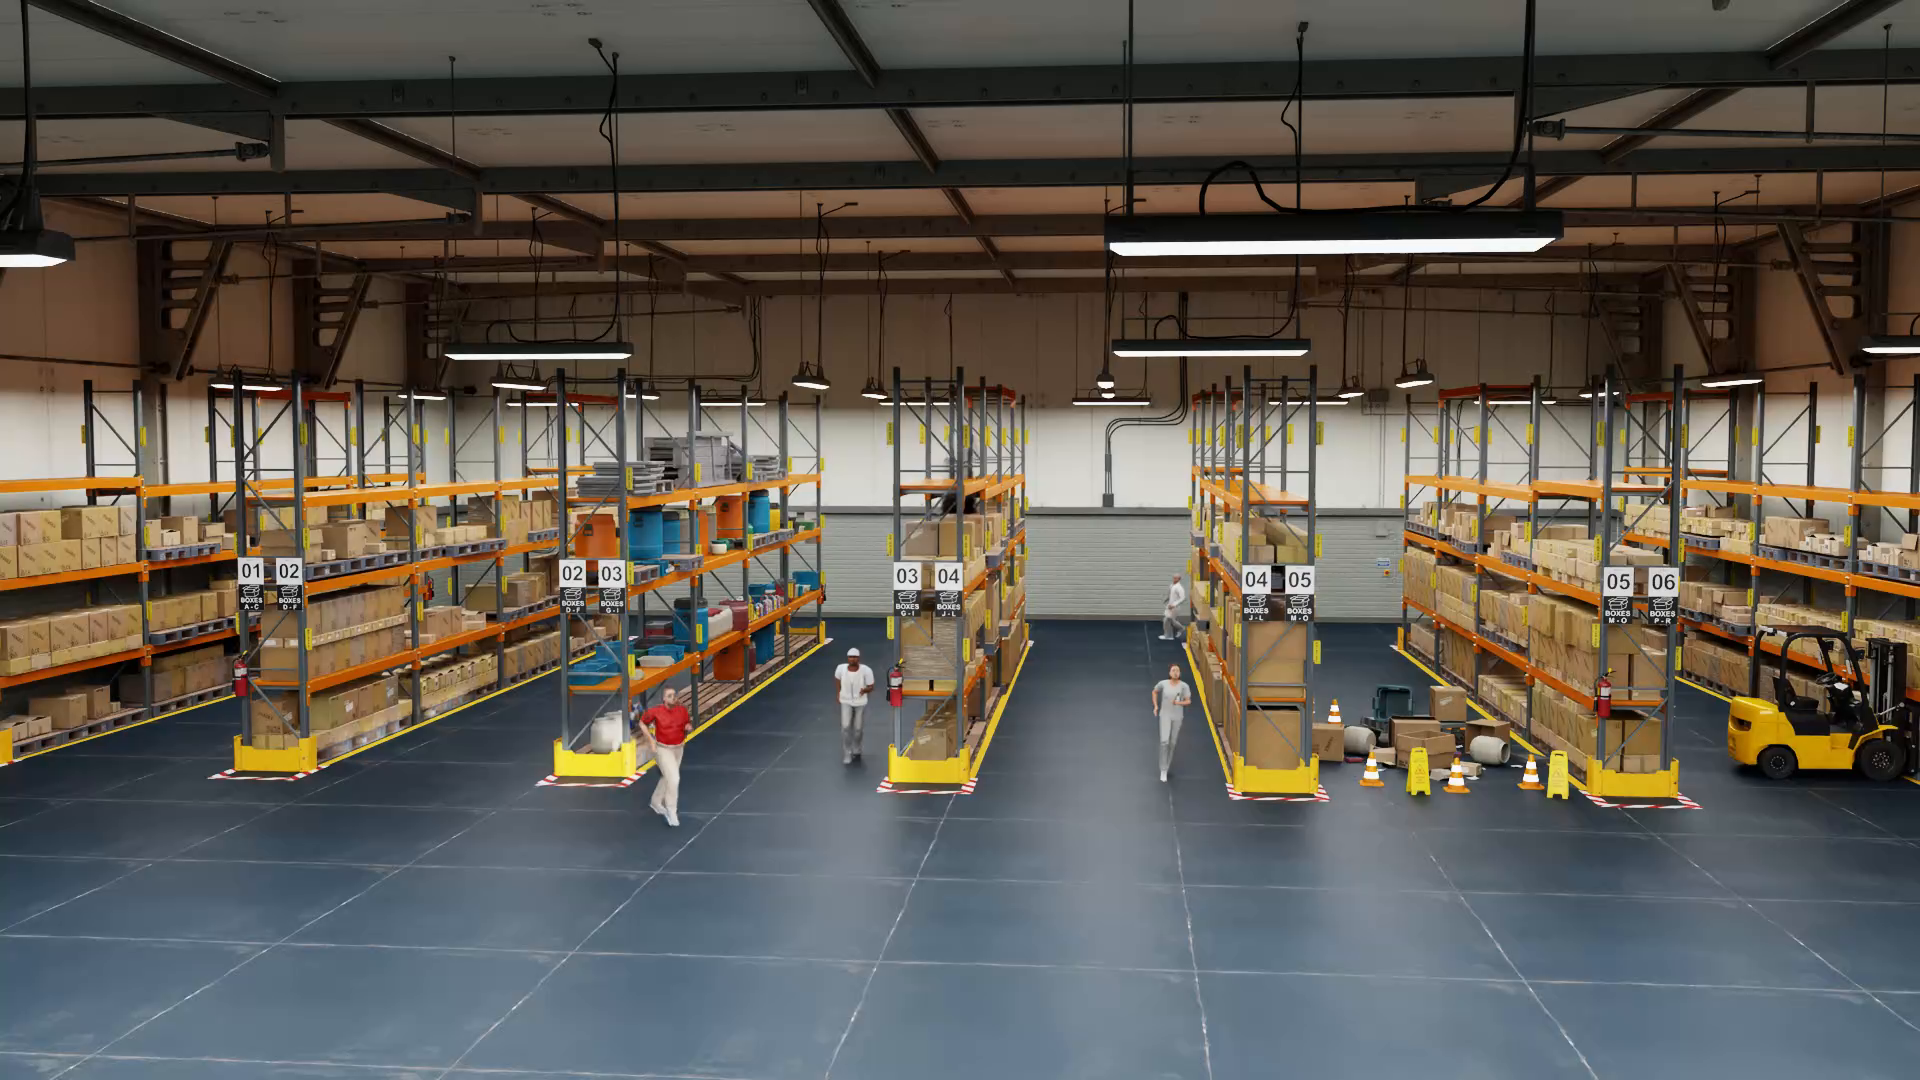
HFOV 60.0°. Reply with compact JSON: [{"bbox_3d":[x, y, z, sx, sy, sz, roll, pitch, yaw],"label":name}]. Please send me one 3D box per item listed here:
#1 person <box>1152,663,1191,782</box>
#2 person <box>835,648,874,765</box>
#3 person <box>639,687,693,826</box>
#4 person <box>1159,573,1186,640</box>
[{"bbox_3d":[3.112,2.647,24.416,0.539,1.695,0.764,0,4,0],"label":"person"},{"bbox_3d":[-1.624,2.544,25.634,0.606,1.801,0.839,0,4,-3],"label":"person"},{"bbox_3d":[-3.782,2.815,21.696,0.785,1.810,0.626,3,5,42],"label":"person"},{"bbox_3d":[5.268,1.635,40.673,0.675,1.674,0.857,0,4,-7],"label":"person"}]
